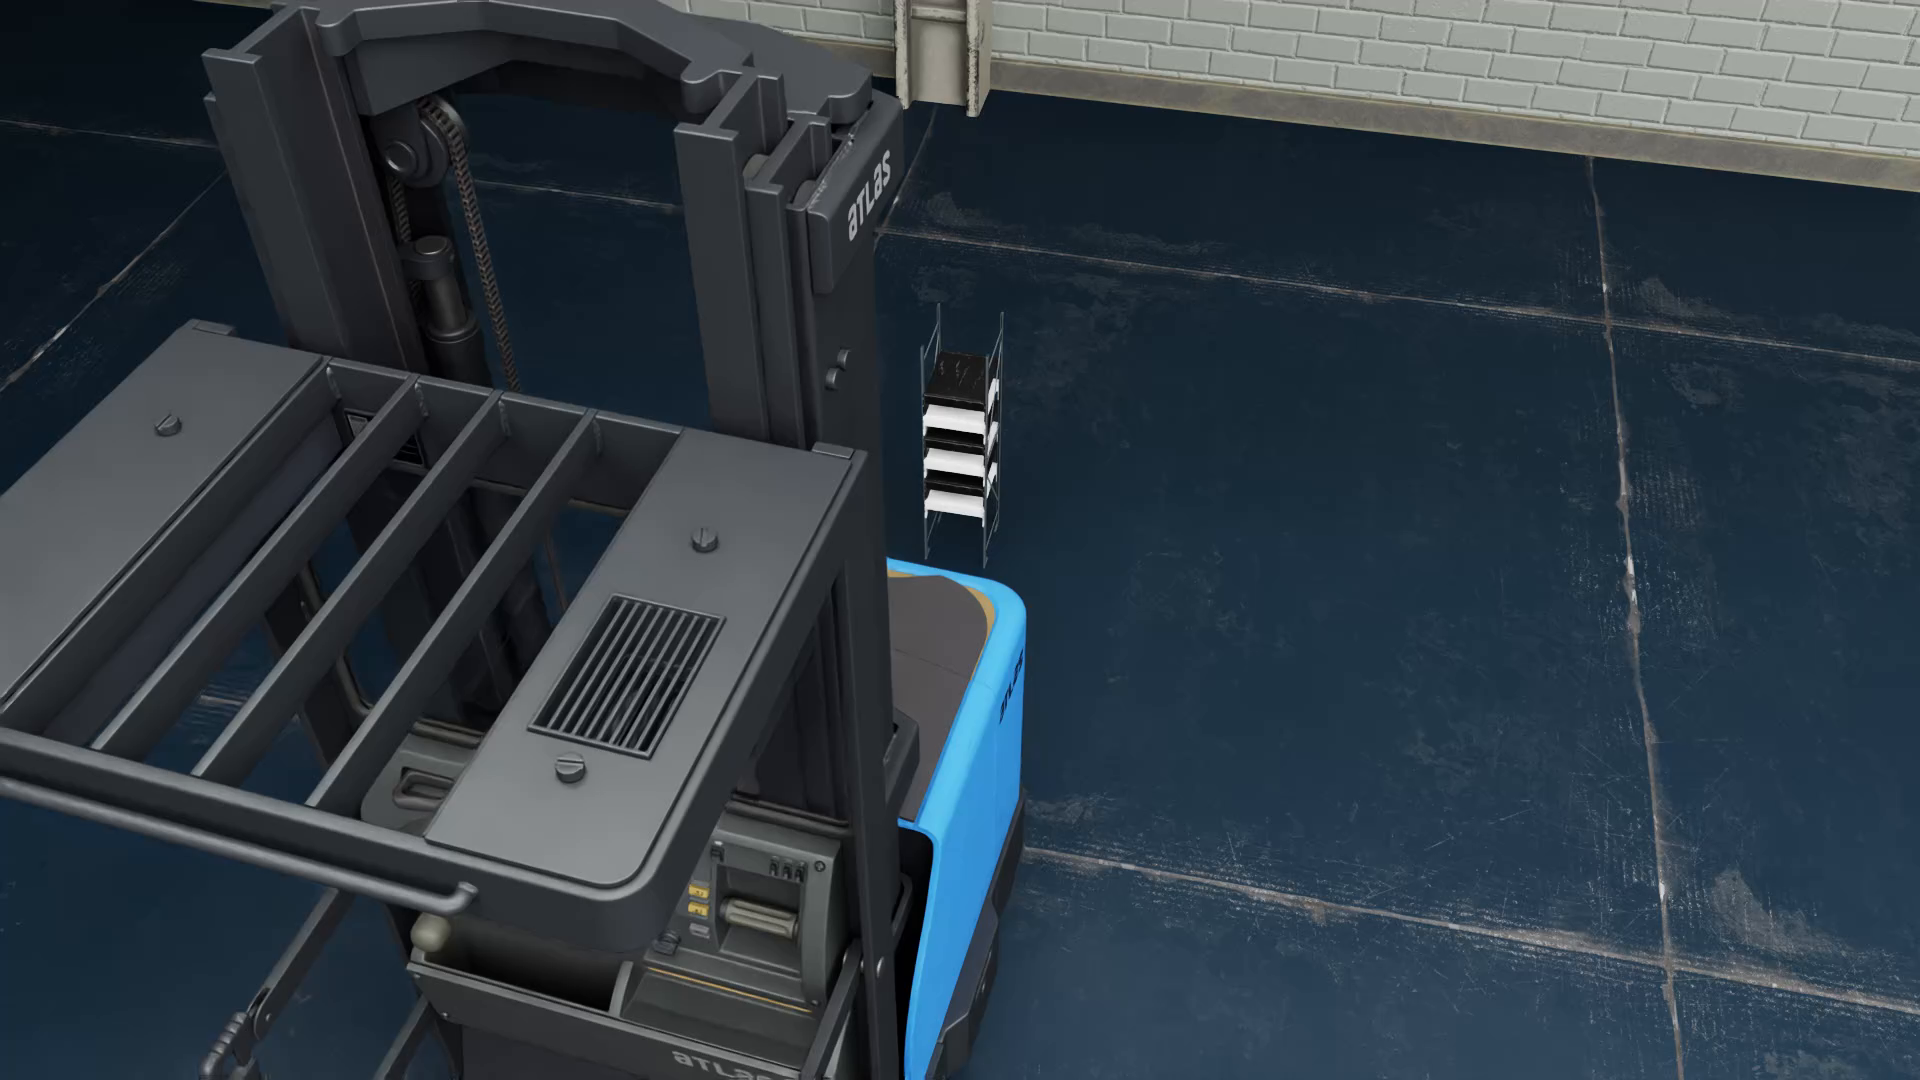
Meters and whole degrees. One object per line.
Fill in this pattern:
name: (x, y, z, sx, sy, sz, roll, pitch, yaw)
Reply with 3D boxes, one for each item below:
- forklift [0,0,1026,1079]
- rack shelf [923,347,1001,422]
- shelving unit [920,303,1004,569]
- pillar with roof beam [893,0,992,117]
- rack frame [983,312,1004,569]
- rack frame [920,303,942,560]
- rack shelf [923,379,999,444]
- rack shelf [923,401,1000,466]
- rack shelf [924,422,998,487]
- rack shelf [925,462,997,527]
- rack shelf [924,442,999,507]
forklift: (-0.732, 0.714, 2.894, 1.130, 2.935, 3.031, 12, 45, 12)
rack shelf: (0.008, -0.493, 5.273, 0.200, 0.077, 0.258, 9, 45, 9)
shelving unit: (0.008, -0.323, 5.437, 0.210, 0.900, 0.258, 9, 45, 9)
pillar with roof beam: (-1.017, -2.451, 1.807, 0.400, 9.000, 9.100, 9, 45, 9)
rack frame: (0.107, -0.308, 5.421, 0.006, 0.900, 0.240, 9, 45, 9)
rack frame: (-0.091, -0.338, 5.453, 0.006, 0.900, 0.240, 9, 45, 9)
rack shelf: (0.008, -0.429, 5.335, 0.200, 0.077, 0.258, 9, 45, 9)
rack shelf: (0.008, -0.364, 5.397, 0.200, 0.077, 0.258, 9, 45, 9)
rack shelf: (0.008, -0.299, 5.460, 0.200, 0.077, 0.258, 9, 45, 9)
rack shelf: (0.008, -0.169, 5.585, 0.200, 0.077, 0.258, 9, 45, 9)
rack shelf: (0.008, -0.234, 5.522, 0.200, 0.077, 0.258, 9, 45, 9)
